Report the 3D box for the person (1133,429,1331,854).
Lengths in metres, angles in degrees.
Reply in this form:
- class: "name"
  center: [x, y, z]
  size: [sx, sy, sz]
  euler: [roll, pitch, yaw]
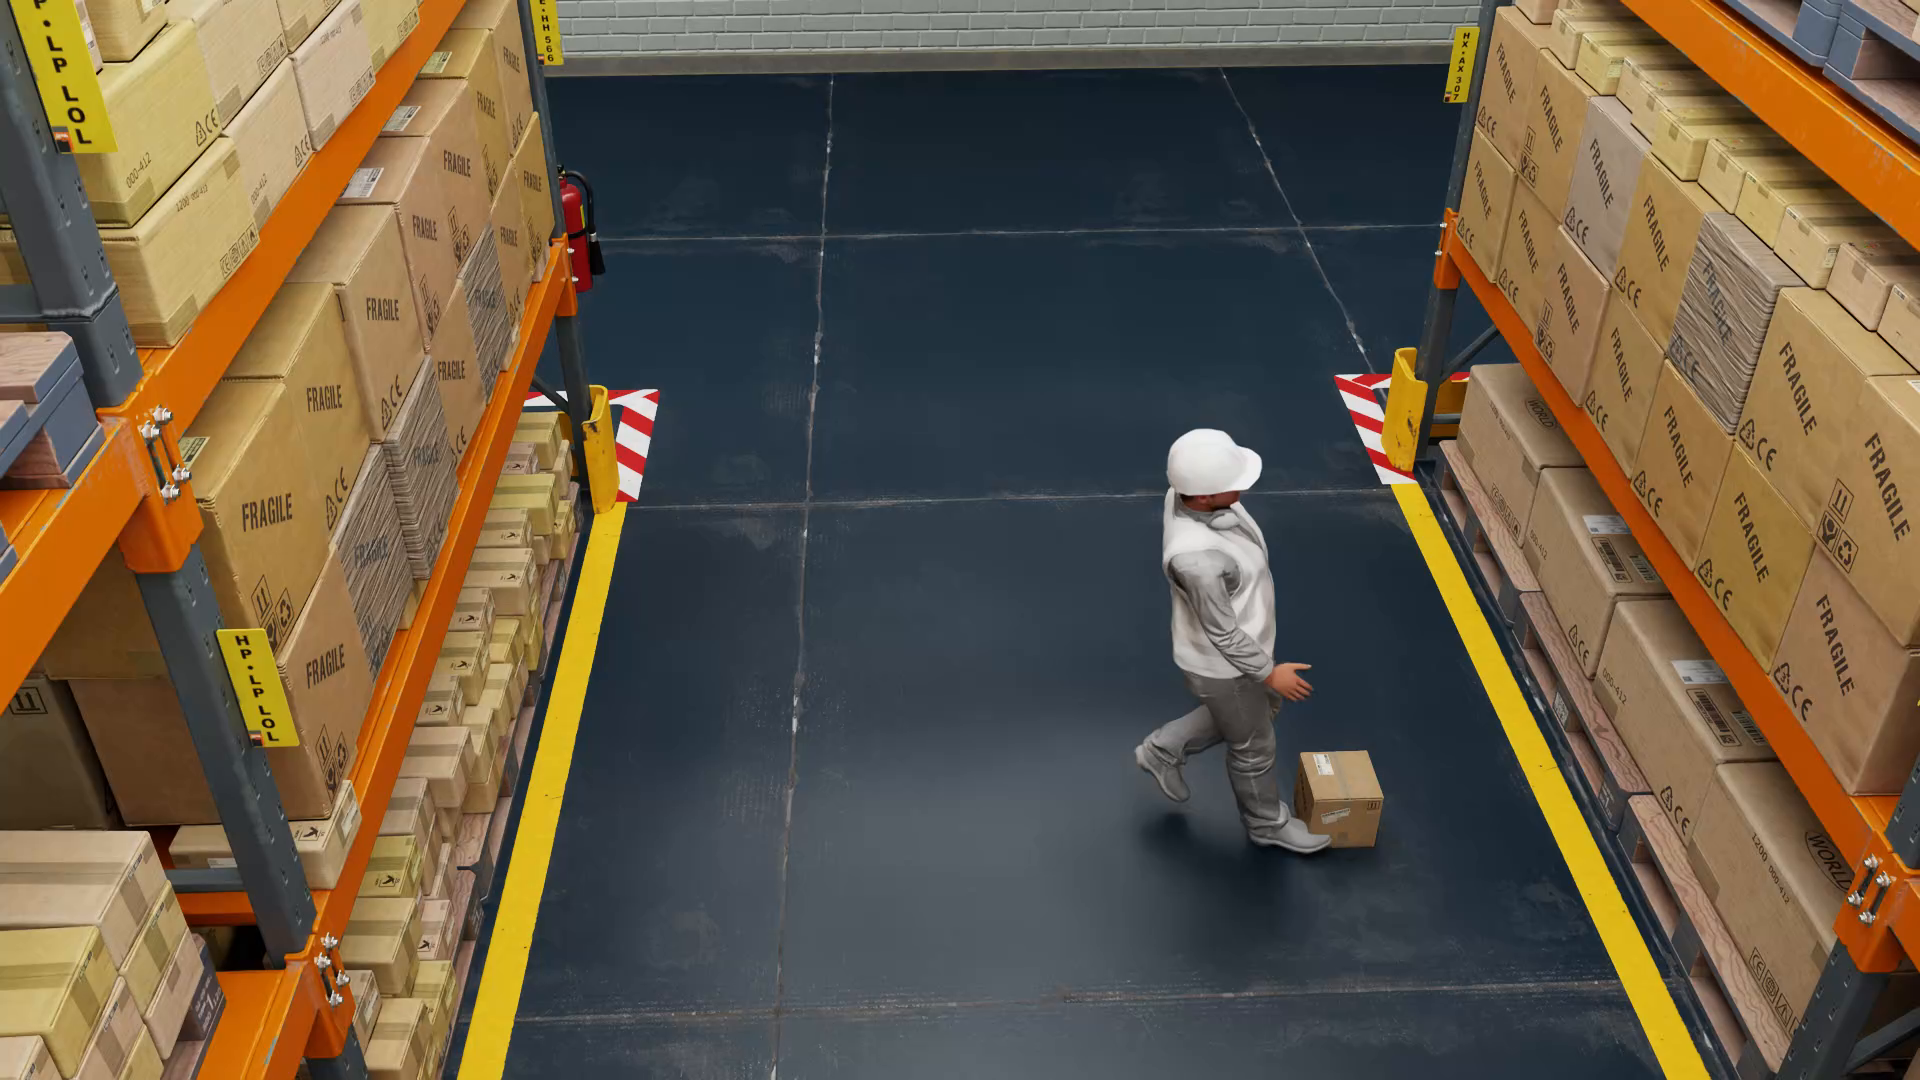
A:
- class: "person"
  center: [0.991, 0.350, 5.642]
  size: [0.736, 1.728, 0.591]
  euler: [4, 35, 6]
